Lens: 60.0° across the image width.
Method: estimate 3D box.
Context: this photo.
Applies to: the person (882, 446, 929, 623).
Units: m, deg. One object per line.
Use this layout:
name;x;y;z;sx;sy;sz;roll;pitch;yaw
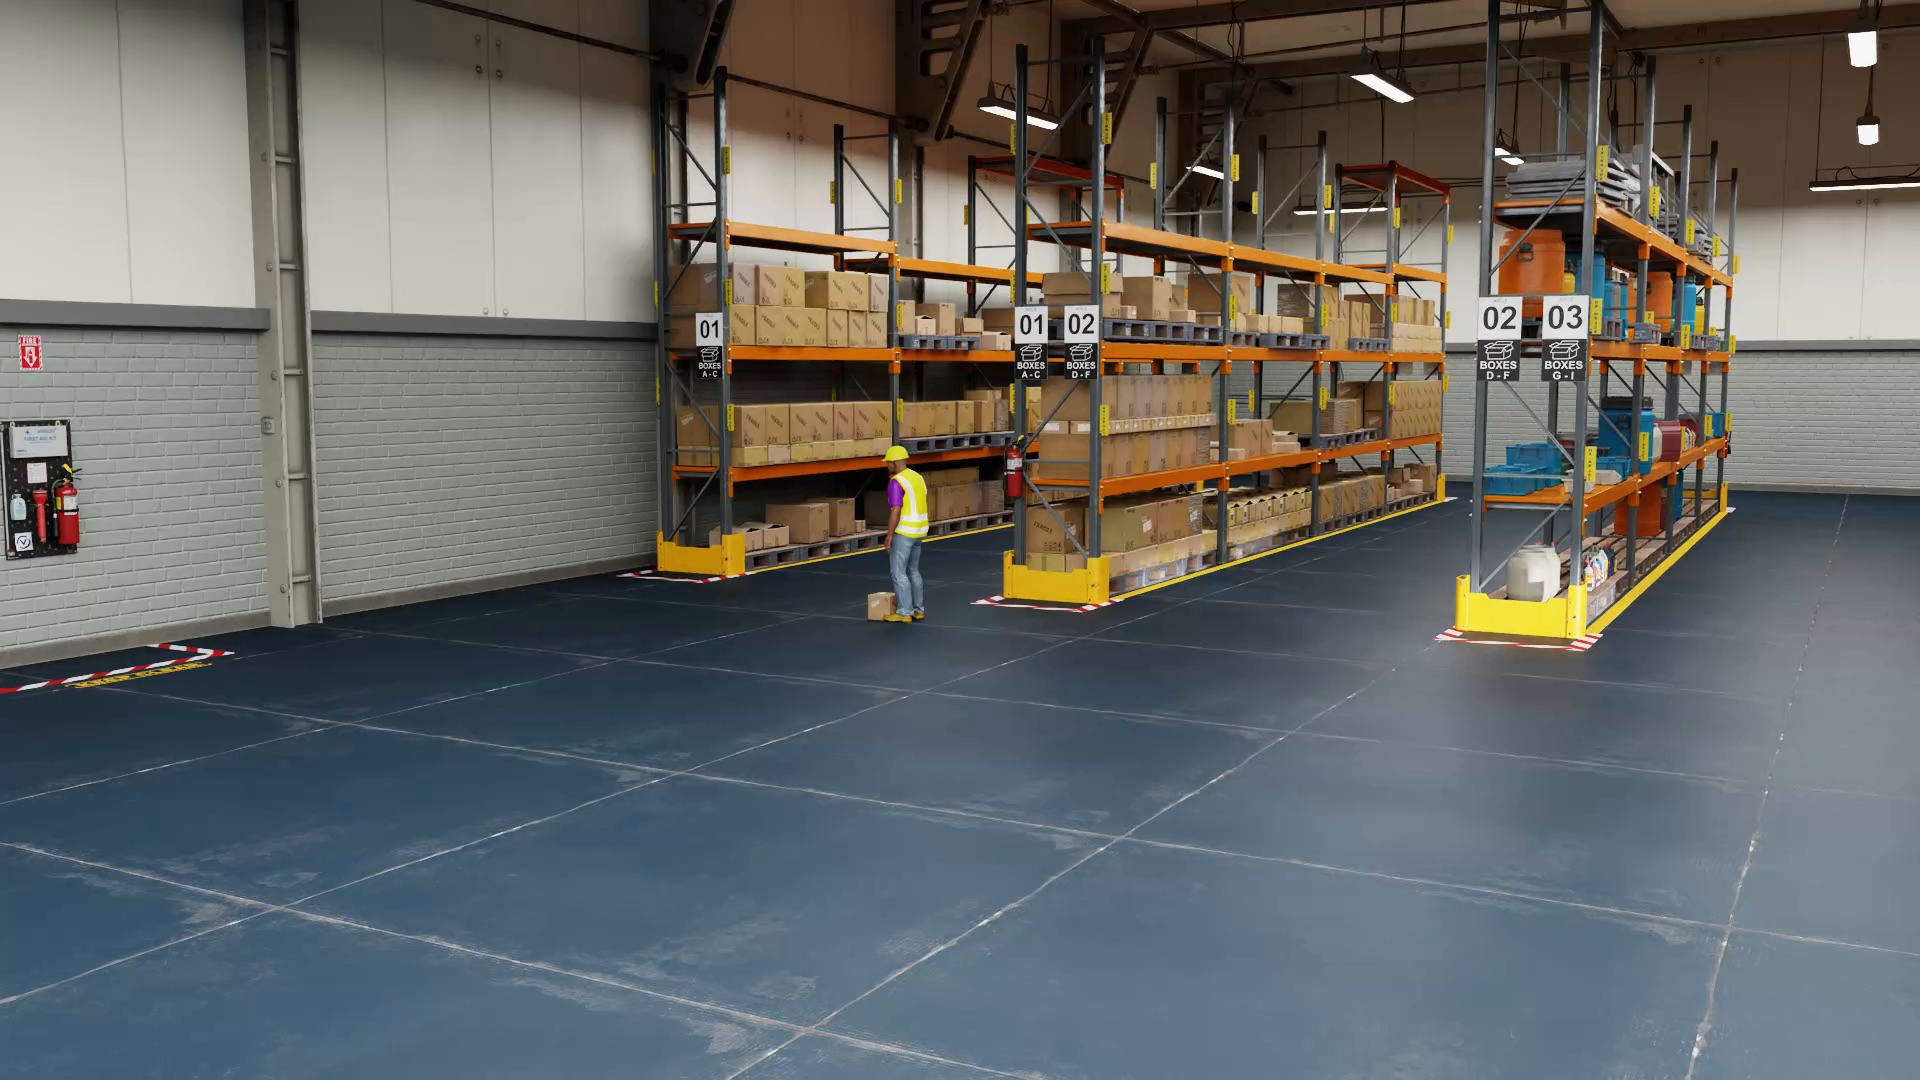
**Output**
person;-0.564;-0.065;16.697;0.462;1.757;0.629;3;7;28
